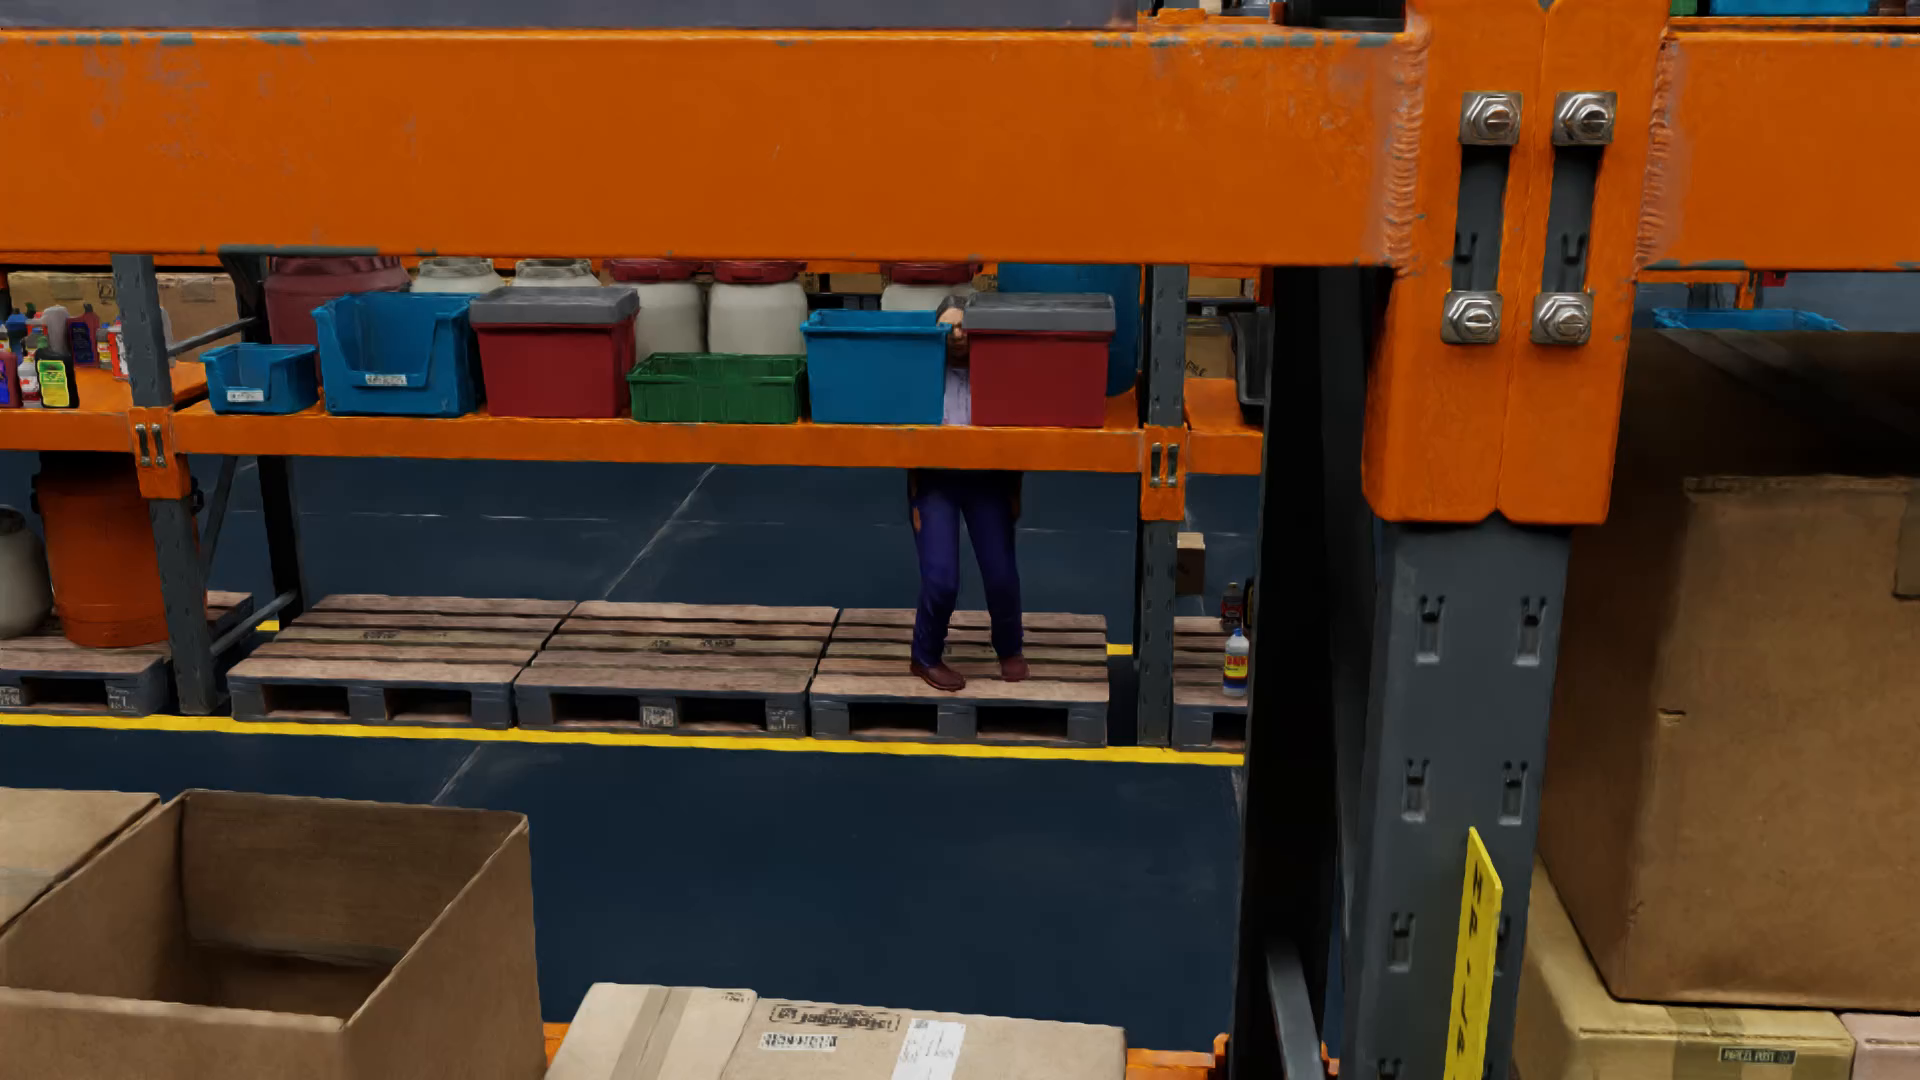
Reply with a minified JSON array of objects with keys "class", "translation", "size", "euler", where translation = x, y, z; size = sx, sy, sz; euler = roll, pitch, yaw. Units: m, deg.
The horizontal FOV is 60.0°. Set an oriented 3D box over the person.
[{"class":"person","translation":[0.034,-0.184,6.624],"size":[0.503,1.567,0.434],"euler":[-2,18,-5]}]
